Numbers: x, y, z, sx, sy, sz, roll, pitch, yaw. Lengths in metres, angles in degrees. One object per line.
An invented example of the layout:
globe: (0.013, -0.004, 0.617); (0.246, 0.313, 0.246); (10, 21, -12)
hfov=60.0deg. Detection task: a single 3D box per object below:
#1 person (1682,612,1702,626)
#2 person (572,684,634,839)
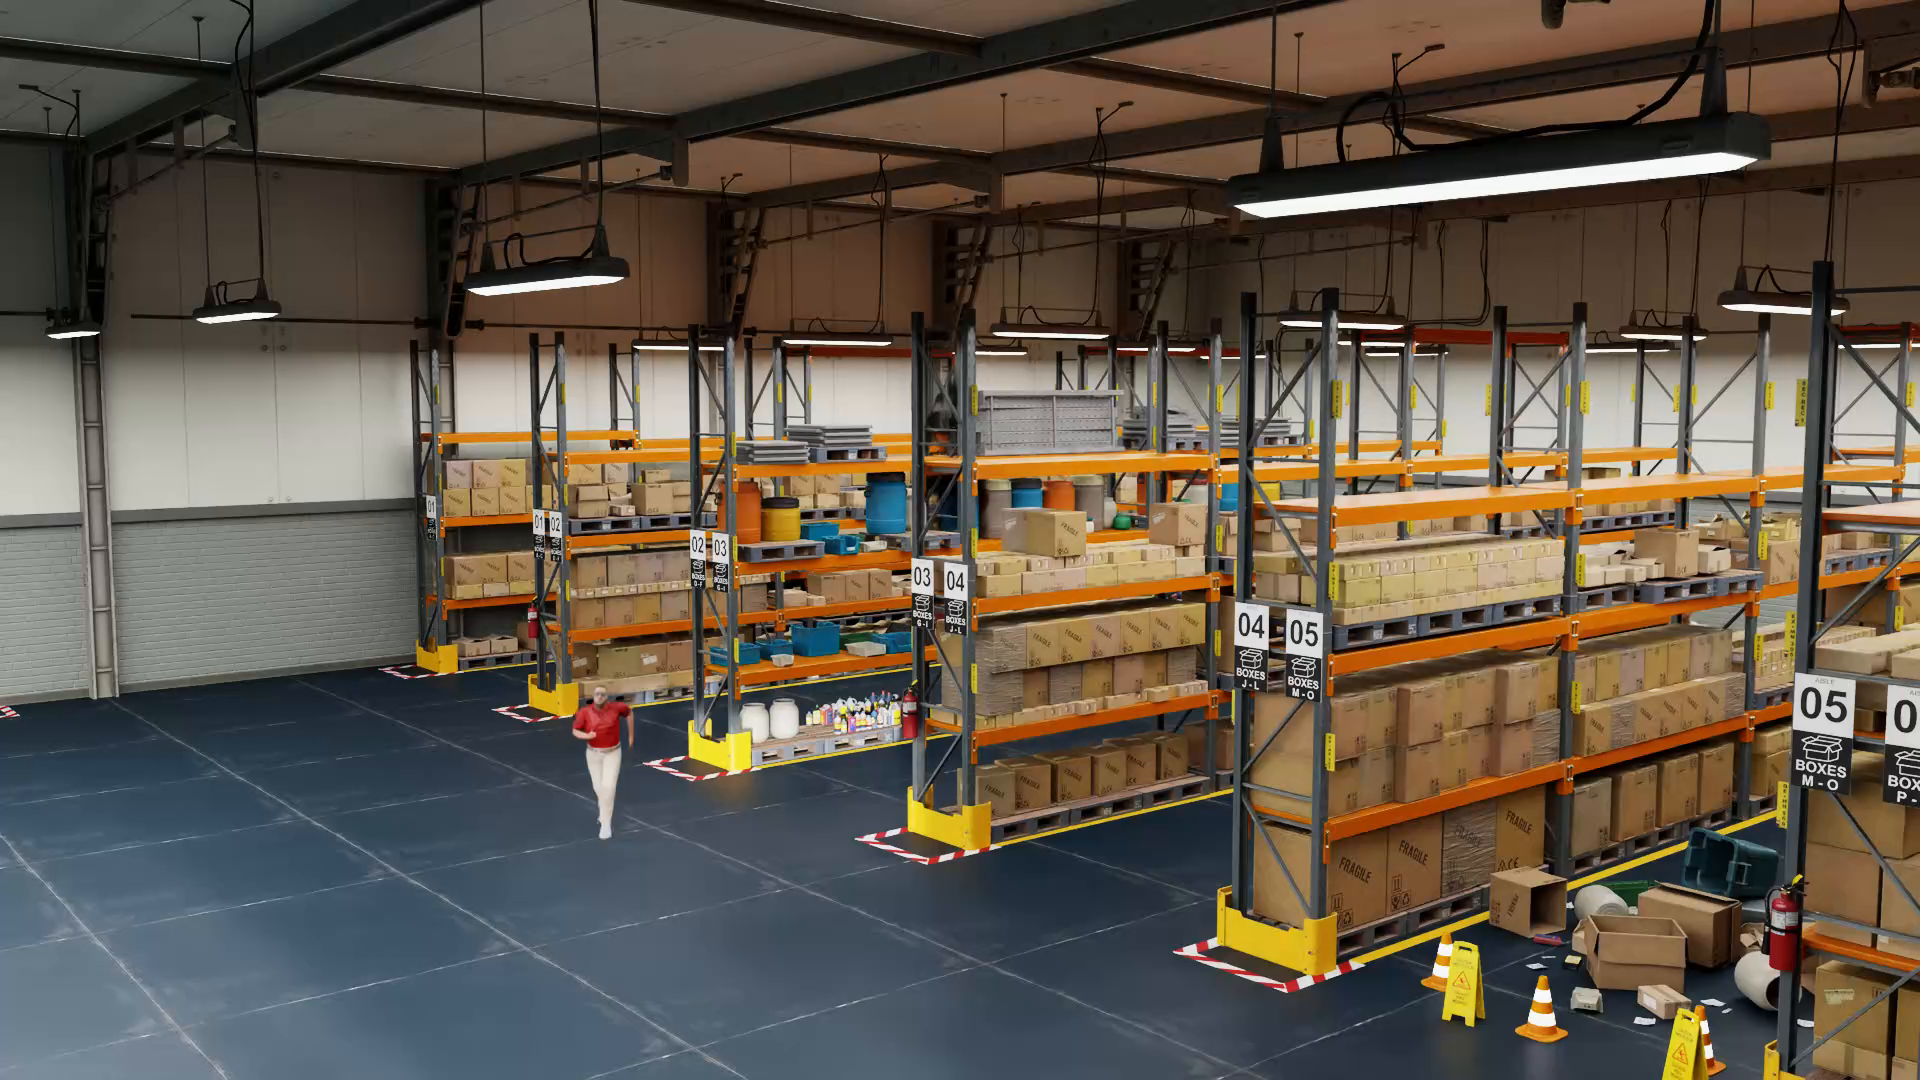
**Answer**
person: (11.481, 1.877, 26.340); (0.695, 1.748, 0.639); (5, 7, 43)
person: (-4.140, 2.538, 19.336); (0.687, 1.785, 0.884); (-1, 5, -7)
